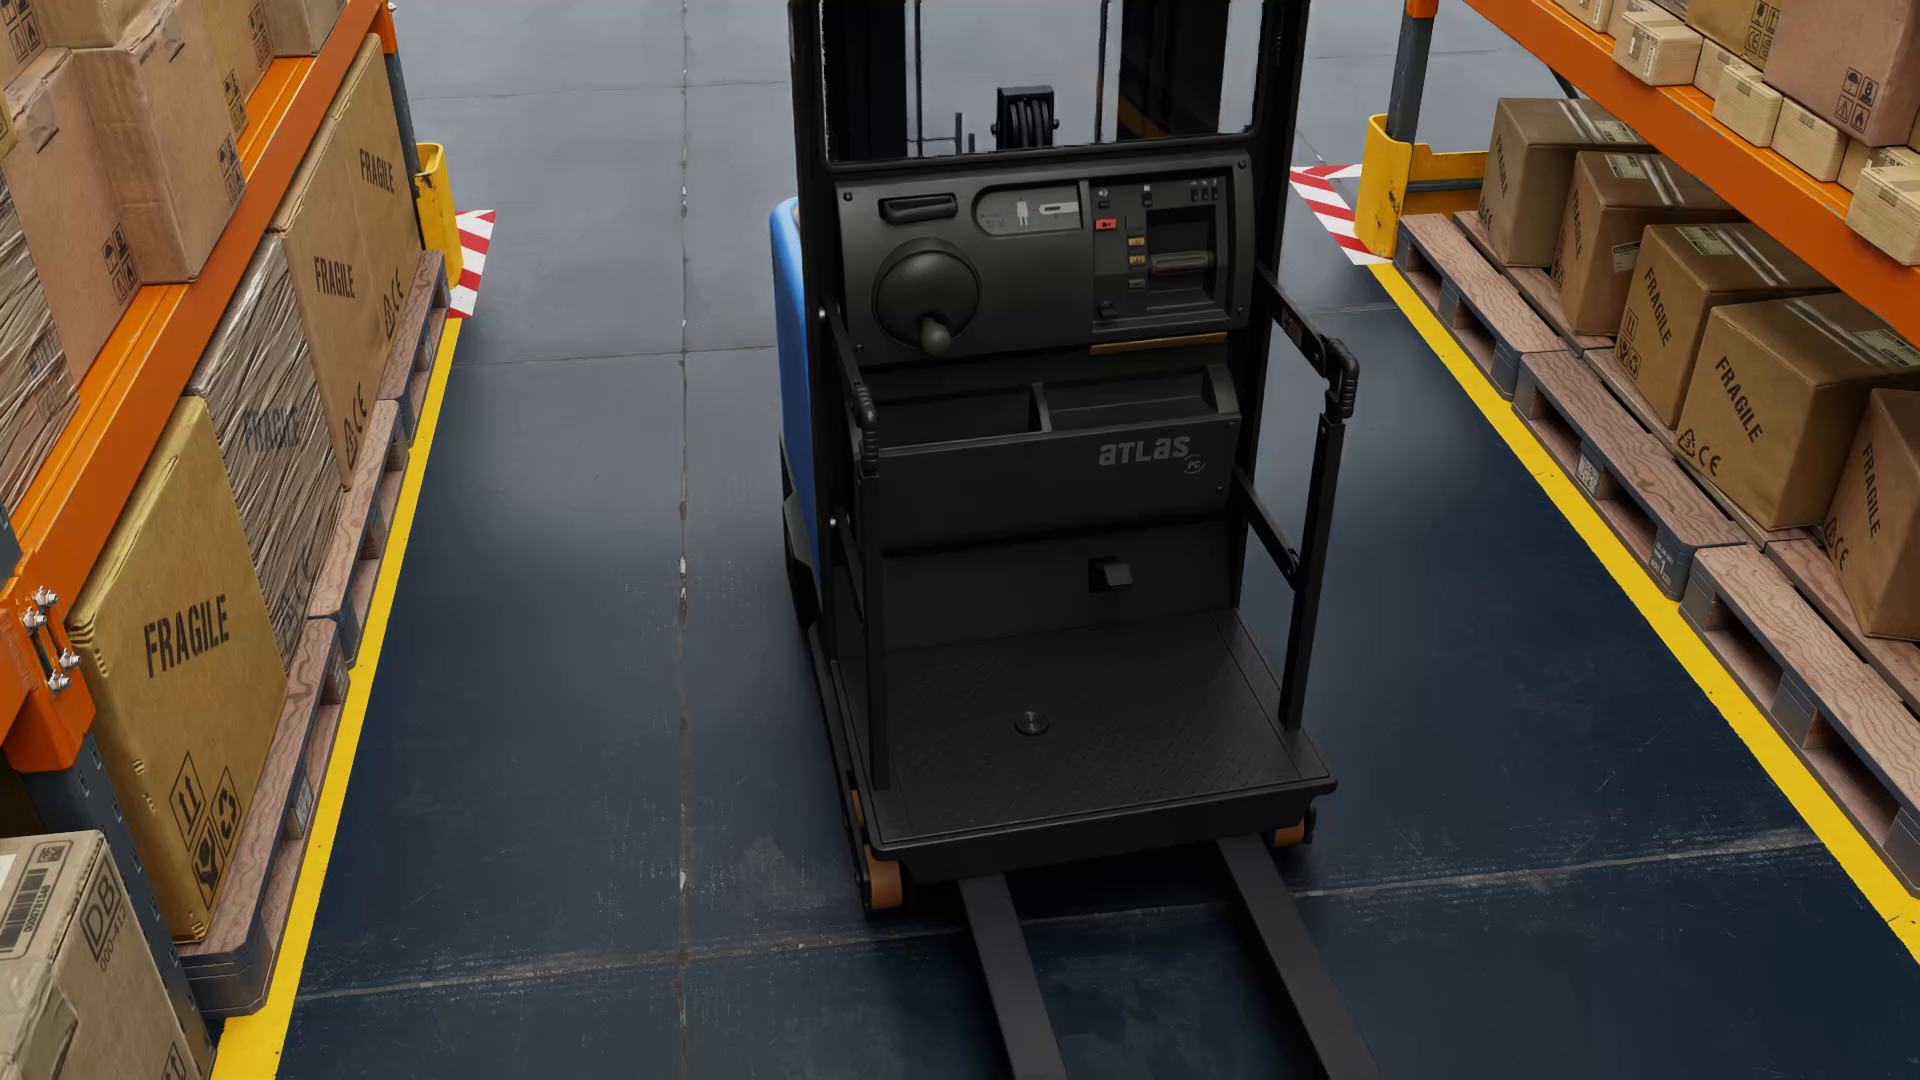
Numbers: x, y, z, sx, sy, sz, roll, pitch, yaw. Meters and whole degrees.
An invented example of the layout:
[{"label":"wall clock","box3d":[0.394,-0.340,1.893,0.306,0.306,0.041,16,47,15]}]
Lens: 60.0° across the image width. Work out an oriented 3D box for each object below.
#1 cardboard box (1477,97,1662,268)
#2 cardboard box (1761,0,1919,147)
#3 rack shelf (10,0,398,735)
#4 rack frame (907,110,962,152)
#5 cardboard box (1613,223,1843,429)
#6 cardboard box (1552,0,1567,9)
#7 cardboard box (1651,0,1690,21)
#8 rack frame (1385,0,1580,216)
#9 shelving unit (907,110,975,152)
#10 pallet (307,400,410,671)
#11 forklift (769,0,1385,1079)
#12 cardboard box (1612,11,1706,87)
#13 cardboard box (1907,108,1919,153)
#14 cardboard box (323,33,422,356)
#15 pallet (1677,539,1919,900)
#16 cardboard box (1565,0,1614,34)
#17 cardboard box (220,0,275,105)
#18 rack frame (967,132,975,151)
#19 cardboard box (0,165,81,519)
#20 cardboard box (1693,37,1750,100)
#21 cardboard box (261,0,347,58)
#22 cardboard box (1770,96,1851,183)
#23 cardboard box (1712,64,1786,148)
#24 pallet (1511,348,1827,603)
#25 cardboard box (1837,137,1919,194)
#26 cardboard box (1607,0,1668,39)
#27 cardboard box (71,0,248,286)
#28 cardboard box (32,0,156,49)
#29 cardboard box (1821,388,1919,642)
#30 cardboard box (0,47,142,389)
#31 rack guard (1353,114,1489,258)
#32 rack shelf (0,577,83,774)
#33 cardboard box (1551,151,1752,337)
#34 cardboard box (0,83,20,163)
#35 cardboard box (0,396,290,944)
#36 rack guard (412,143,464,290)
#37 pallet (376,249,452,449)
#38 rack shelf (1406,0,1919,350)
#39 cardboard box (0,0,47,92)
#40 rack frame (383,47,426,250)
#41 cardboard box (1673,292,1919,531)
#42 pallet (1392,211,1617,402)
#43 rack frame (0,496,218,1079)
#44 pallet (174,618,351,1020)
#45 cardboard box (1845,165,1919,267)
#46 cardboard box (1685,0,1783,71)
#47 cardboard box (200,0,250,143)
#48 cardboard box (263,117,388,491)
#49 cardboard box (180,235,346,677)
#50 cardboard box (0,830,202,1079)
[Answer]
[{"label":"cardboard box","box3d":[2.358,-1.392,6.476,0.500,0.500,0.500,2,34,2]},{"label":"cardboard box","box3d":[2.630,-1.342,4.203,0.875,0.500,0.500,-4,35,-6]},{"label":"rack shelf","box3d":[-2.369,-0.869,4.500,1.077,0.370,4.000,-4,35,-6]},{"label":"rack frame","box3d":[-0.113,-0.787,5.340,0.240,1.200,0.006,-7,35,-10]},{"label":"cardboard box","box3d":[2.538,-0.711,5.476,0.500,0.500,0.500,-1,34,-2]},{"label":"cardboard box","box3d":[2.181,-1.901,5.599,0.380,0.149,0.250,-4,35,-6]},{"label":"cardboard box","box3d":[2.548,-1.904,5.028,0.875,0.500,0.500,-4,35,-6]},{"label":"rack frame","box3d":[2.291,-2.601,6.404,1.000,3.000,0.127,-4,35,-6]},{"label":"shelving unit","box3d":[-0.094,-0.737,5.266,0.258,1.200,0.189,-7,35,-10]},{"label":"pallet","box3d":[-2.292,-0.010,5.078,1.003,0.211,1.213,-4,35,-6]},{"label":"forklift","box3d":[0.244,-0.563,3.474,1.130,2.935,3.031,-7,35,-10]},{"label":"cardboard box","box3d":[2.199,-1.476,4.976,0.380,0.149,0.250,-4,35,-6]},{"label":"cardboard box","box3d":[2.797,-1.071,3.805,0.875,0.500,0.500,-4,35,-6]},{"label":"cardboard box","box3d":[-2.481,-1.204,5.867,0.875,0.875,0.875,-4,34,-6]},{"label":"pallet","box3d":[2.704,0.411,4.460,1.003,0.211,1.213,-4,35,-6]},{"label":"cardboard box","box3d":[2.207,-1.761,5.393,0.380,0.149,0.250,-4,35,-6]},{"label":"cardboard box","box3d":[-2.496,-1.513,4.674,0.875,0.550,0.550,-4,35,-6]},{"label":"rack frame","box3d":[-0.075,-0.687,5.192,0.240,1.200,0.006,-7,35,-10]},{"label":"cardboard box","box3d":[-2.161,-0.317,2.918,0.875,0.550,0.550,-4,35,-6]},{"label":"cardboard box","box3d":[2.364,-1.347,4.786,0.380,0.149,0.250,-4,35,-6]},{"label":"cardboard box","box3d":[-2.447,-1.835,5.146,0.875,0.550,0.550,-4,35,-6]},{"label":"cardboard box","box3d":[2.390,-1.065,4.372,0.380,0.149,0.250,-4,35,-6]},{"label":"cardboard box","box3d":[2.322,-1.201,4.572,0.380,0.149,0.250,-4,35,-6]},{"label":"pallet","box3d":[2.536,-0.271,5.461,1.003,0.211,1.213,-4,35,-6]},{"label":"cardboard box","box3d":[2.463,-0.928,4.171,0.380,0.149,0.250,-4,35,-6]},{"label":"cardboard box","box3d":[2.268,-1.624,5.192,0.380,0.149,0.250,-4,35,-6]},{"label":"cardboard box","box3d":[-2.213,-0.932,3.822,0.875,0.550,0.550,-4,35,-6]},{"label":"cardboard box","box3d":[-2.241,-1.377,3.514,0.875,0.550,0.550,-4,35,-6]},{"label":"cardboard box","box3d":[2.730,-0.055,4.514,0.500,0.500,0.500,6,35,9]},{"label":"cardboard box","box3d":[-2.257,-0.622,3.366,0.875,0.550,0.550,-4,35,-6]},{"label":"rack guard","box3d":[2.301,-1.526,7.045,1.175,0.500,0.348,-4,35,-6]},{"label":"rack shelf","box3d":[-1.831,1.363,1.225,1.077,0.370,4.000,-4,35,-6]},{"label":"cardboard box","box3d":[2.473,-1.061,5.991,0.500,0.500,0.500,4,35,6]},{"label":"cardboard box","box3d":[-2.115,-0.767,2.619,0.875,0.550,0.550,-4,35,-6]},{"label":"cardboard box","box3d":[-2.115,0.298,3.663,0.875,0.875,0.875,-4,34,-6]},{"label":"rack guard","box3d":[-2.641,-1.263,6.659,1.175,0.500,0.348,-4,35,-6]},{"label":"pallet","box3d":[-2.452,-0.690,6.075,1.003,0.211,1.213,-4,35,-6]},{"label":"rack shelf","box3d":[2.560,-1.188,4.969,1.077,0.370,4.000,-4,35,-6]},{"label":"cardboard box","box3d":[-2.304,-1.065,3.057,0.875,0.550,0.550,-4,35,-6]},{"label":"rack frame","box3d":[-2.638,-2.282,5.935,1.000,3.000,0.127,-4,35,-6]},{"label":"cardboard box","box3d":[2.569,-0.396,5.014,0.500,0.500,0.500,-7,35,-11]},{"label":"pallet","box3d":[2.375,-0.951,6.458,1.003,0.211,1.213,-4,35,-6]},{"label":"rack frame","box3d":[-2.100,-0.050,2.660,1.000,3.000,0.127,-4,35,-6]},{"label":"pallet","box3d":[-2.124,0.672,4.077,1.003,0.211,1.213,-4,35,-6]},{"label":"cardboard box","box3d":[2.366,-0.779,3.952,0.380,0.149,0.250,-4,35,-6]},{"label":"cardboard box","box3d":[2.604,-1.625,4.617,0.875,0.500,0.500,-4,35,-6]},{"label":"cardboard box","box3d":[-2.384,-1.221,4.244,0.875,0.550,0.500,-4,35,-6]},{"label":"cardboard box","box3d":[-2.360,-0.713,5.147,0.875,0.875,0.875,-5,35,-7]},{"label":"cardboard box","box3d":[-2.240,-0.205,4.400,0.875,0.875,0.875,-4,34,-6]},{"label":"cardboard box","box3d":[-1.927,1.046,2.677,1.050,0.750,0.750,-5,35,-7]}]
